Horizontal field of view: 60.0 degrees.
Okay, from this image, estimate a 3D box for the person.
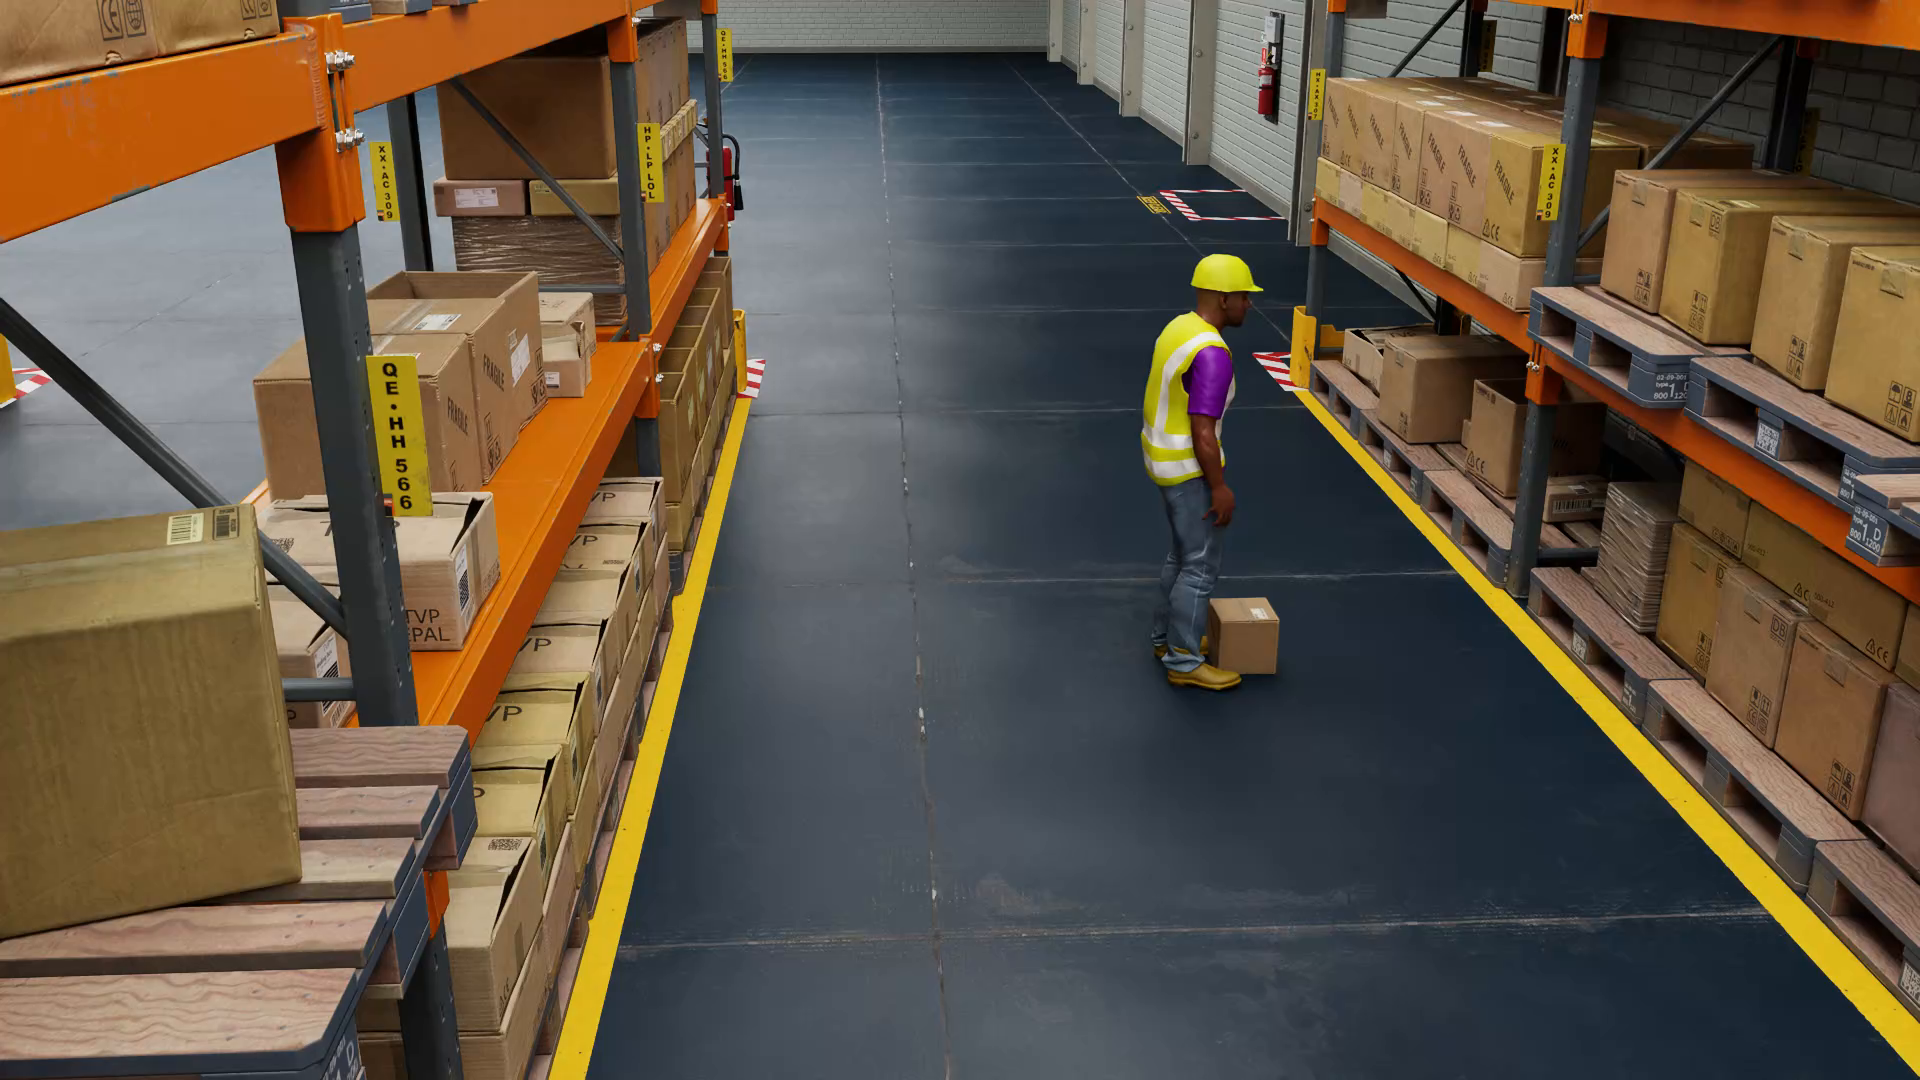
[{"bbox_3d":[0.983,-0.293,6.843,0.457,1.761,0.638,-1,20,-4],"label":"person"}]
